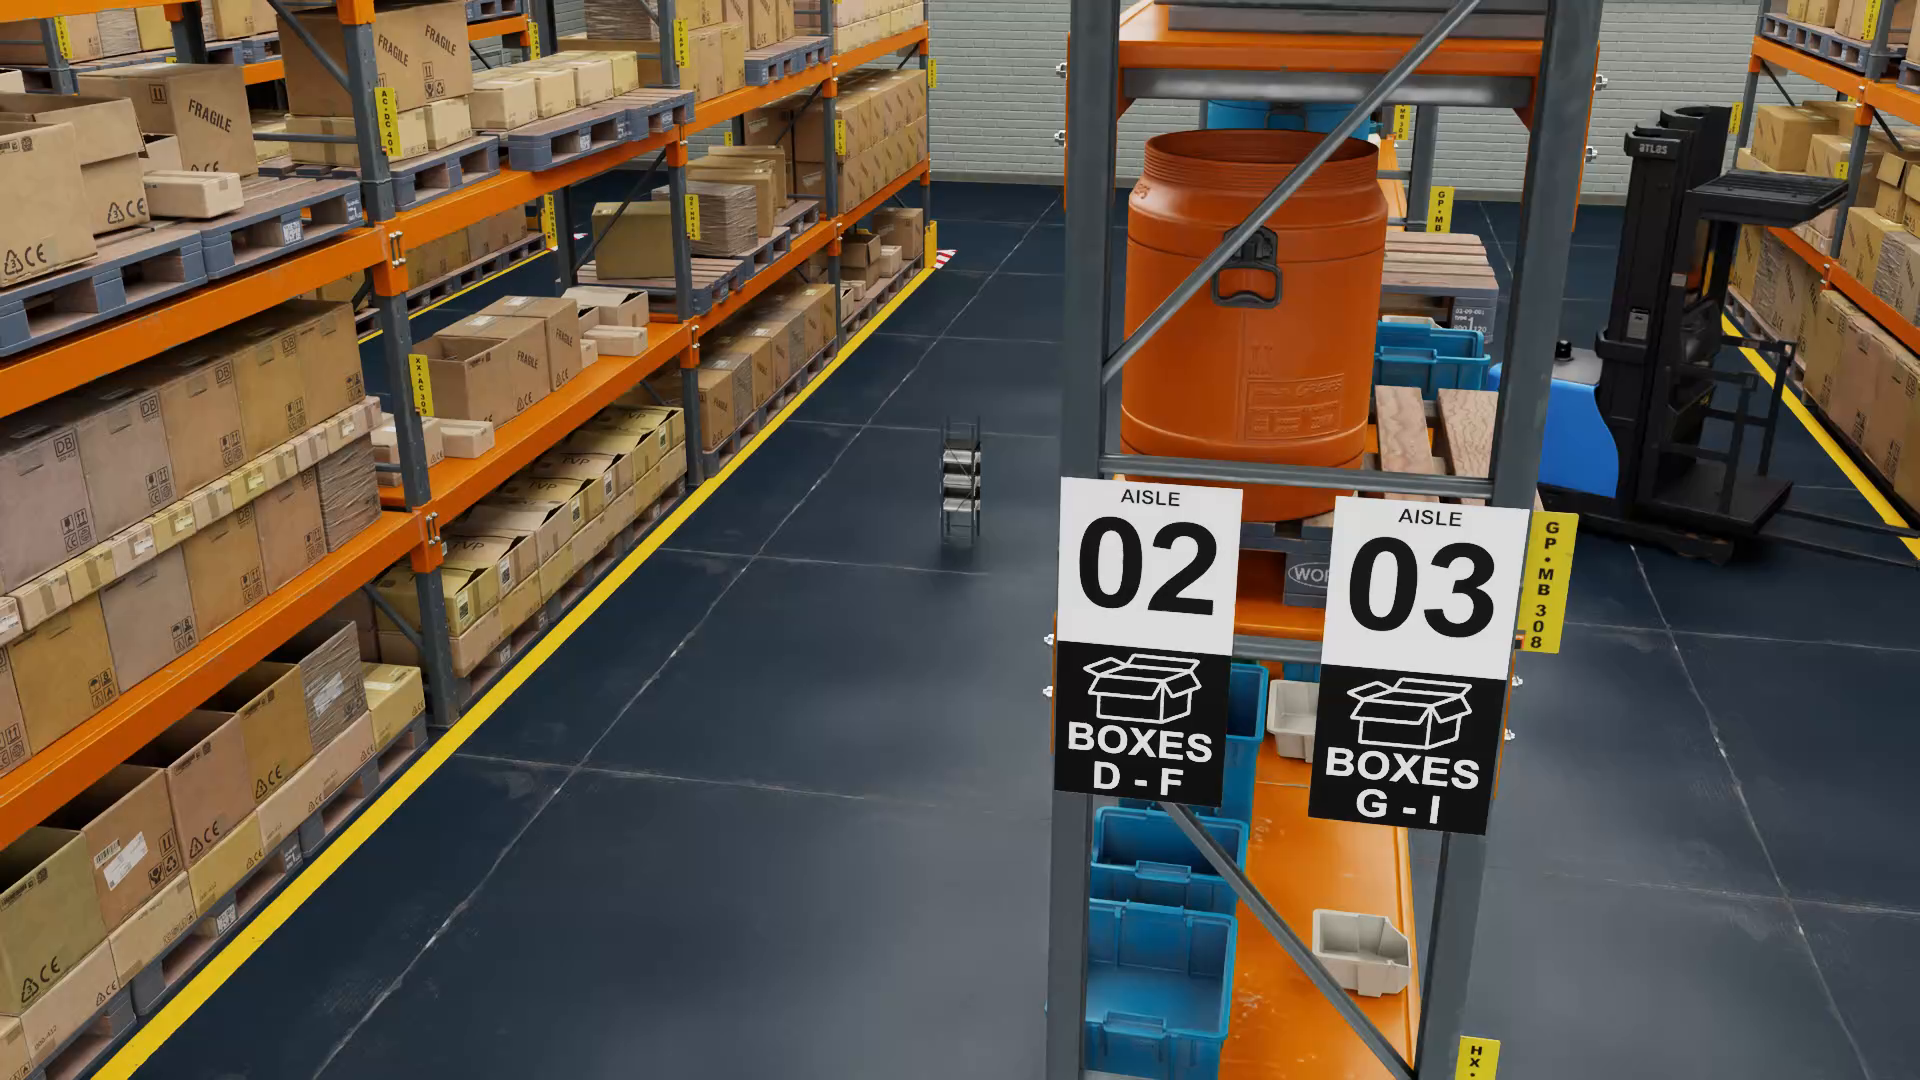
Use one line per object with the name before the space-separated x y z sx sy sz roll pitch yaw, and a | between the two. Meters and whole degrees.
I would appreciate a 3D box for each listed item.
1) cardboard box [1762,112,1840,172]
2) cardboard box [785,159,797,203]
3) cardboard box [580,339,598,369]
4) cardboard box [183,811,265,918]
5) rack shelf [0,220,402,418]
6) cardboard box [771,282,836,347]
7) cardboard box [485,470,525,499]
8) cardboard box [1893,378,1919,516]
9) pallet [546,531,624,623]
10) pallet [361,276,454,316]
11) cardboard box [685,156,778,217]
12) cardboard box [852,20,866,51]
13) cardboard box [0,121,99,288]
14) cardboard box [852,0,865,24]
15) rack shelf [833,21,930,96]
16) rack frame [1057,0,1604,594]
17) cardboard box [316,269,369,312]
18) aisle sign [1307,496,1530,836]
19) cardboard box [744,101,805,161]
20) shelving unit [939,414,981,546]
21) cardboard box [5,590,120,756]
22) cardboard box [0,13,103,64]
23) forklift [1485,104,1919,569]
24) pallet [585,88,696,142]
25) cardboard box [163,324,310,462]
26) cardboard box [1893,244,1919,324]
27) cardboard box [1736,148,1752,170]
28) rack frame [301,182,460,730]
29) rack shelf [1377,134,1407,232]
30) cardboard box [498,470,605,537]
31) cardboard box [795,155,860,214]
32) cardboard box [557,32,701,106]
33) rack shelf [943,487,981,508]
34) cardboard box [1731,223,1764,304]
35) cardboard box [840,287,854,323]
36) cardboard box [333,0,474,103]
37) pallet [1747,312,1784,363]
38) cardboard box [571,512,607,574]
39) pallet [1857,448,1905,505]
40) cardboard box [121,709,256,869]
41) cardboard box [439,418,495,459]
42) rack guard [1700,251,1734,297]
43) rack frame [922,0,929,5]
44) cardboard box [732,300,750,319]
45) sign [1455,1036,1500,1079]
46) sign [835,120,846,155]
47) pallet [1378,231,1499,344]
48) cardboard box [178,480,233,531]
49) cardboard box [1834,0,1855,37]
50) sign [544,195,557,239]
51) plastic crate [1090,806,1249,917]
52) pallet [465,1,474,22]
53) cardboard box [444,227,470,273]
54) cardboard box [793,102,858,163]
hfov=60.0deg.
cardboard box | 8.270 -3.918 16.365 0.500 0.500 0.500 4 22 9
cardboard box | -1.829 -3.572 16.573 0.500 0.500 0.500 5 22 12
cardboard box | -2.701 -1.273 11.335 0.380 0.149 0.250 6 23 15
cardboard box | -3.493 1.419 7.434 0.500 0.250 0.500 4 22 11
rack shelf | -3.720 -0.724 6.583 1.077 0.370 4.000 4 22 11
cardboard box | -1.499 -2.165 15.972 0.500 0.500 0.500 4 22 11
cardboard box | -3.199 -0.303 10.959 0.500 0.311 0.500 4 22 10
cardboard box | 7.363 -0.564 11.520 1.225 0.875 0.875 3 22 8
pallet | -2.953 0.176 11.133 1.003 0.211 1.213 4 22 11
pallet | -6.298 -2.678 18.220 1.003 0.211 1.213 4 22 11
cardboard box | -2.073 -3.152 14.968 0.700 0.500 0.500 8 23 19
cardboard box | -1.232 -4.986 16.405 0.500 0.250 0.500 4 22 11
cardboard box | -3.521 -1.218 5.965 0.500 0.500 0.500 4 22 11
cardboard box | -1.237 -5.219 16.313 0.500 0.250 0.500 4 22 11
rack shelf | -1.271 -5.112 17.480 1.077 0.370 4.000 4 22 11
rack frame | 0.720 -1.338 3.131 1.000 3.000 0.127 4 22 11
cardboard box | -6.535 -2.649 16.732 0.750 0.750 0.750 5 22 12
aisle sign | 0.993 0.287 3.645 0.394 0.787 0.004 4 22 11
cardboard box | -1.830 -4.038 16.392 0.500 0.500 0.500 5 22 11
shelving unit | 0.002 -0.420 11.693 0.258 0.900 0.210 4 22 11
cardboard box | -3.811 0.476 6.523 0.700 0.500 0.500 5 22 11
cardboard box | -7.305 -4.057 13.173 0.700 0.500 0.500 3 22 7
forklift | 5.301 -1.413 11.437 3.031 2.935 1.130 16 27 35
pallet | -2.546 -2.909 11.299 1.213 0.211 1.003 6 23 13
cardboard box | -3.498 -0.698 7.701 0.700 0.500 0.500 4 22 11
cardboard box | 7.375 -1.907 12.441 0.500 0.500 0.500 5 22 12
cardboard box | 8.472 -3.943 17.431 0.500 0.250 0.500 4 22 9
rack frame | -3.312 -0.397 8.825 1.000 3.000 0.127 4 22 11
rack shelf | 1.945 -1.807 9.274 1.077 0.370 4.000 4 22 11
cardboard box | -2.671 -0.271 10.880 0.500 0.311 0.500 5 22 12
cardboard box | -1.309 -3.535 16.482 0.500 0.500 0.500 5 22 12
cardboard box | -2.439 -3.460 12.281 0.910 0.500 0.500 4 22 11
rack shelf | 0.002 -0.306 11.739 0.258 0.077 0.200 4 22 11
cardboard box | 8.782 -2.999 17.566 0.875 0.875 0.875 4 22 11
cardboard box | -1.382 -2.417 16.850 0.500 0.311 0.500 4 22 11
cardboard box | -3.054 -2.694 9.148 0.500 0.500 0.500 7 23 16
pallet | 8.496 -1.993 16.519 1.003 0.211 1.213 4 22 11
cardboard box | -2.674 -0.008 10.976 0.500 0.250 0.500 5 22 12
pallet | 7.687 -0.538 12.906 1.003 0.211 1.213 4 22 11
cardboard box | -3.492 1.071 7.294 0.500 0.500 0.500 4 22 11
cardboard box | -2.931 -0.589 9.638 0.380 0.149 0.250 4 22 11
rack guard | 8.839 -2.879 18.332 1.175 0.500 0.348 4 22 11
rack frame | -0.863 -7.569 18.601 1.000 3.000 0.127 4 22 11
cardboard box | -2.221 -2.191 15.033 0.500 0.250 0.500 5 22 11
sign | 1.258 1.360 4.092 0.100 0.325 0.005 4 22 11
sign | -1.135 -3.819 15.771 0.100 0.325 0.005 4 22 11
pallet | 1.485 -1.051 6.685 1.213 0.211 1.003 4 22 11
cardboard box | -3.418 -0.165 7.245 0.380 0.149 0.250 5 22 12
cardboard box | 8.233 -4.733 14.745 0.700 0.500 0.500 6 23 14
sign | -3.029 -2.398 12.350 0.100 0.325 0.005 4 22 11
plastic crate | 0.668 1.071 5.379 0.499 0.251 0.408 4 22 11
pallet | -6.101 -5.793 18.325 1.003 0.211 1.213 4 22 11
cardboard box | -6.064 -3.371 18.993 0.700 0.500 0.500 5 22 12
cardboard box | -1.308 -3.984 16.259 0.500 0.500 0.500 5 22 12
